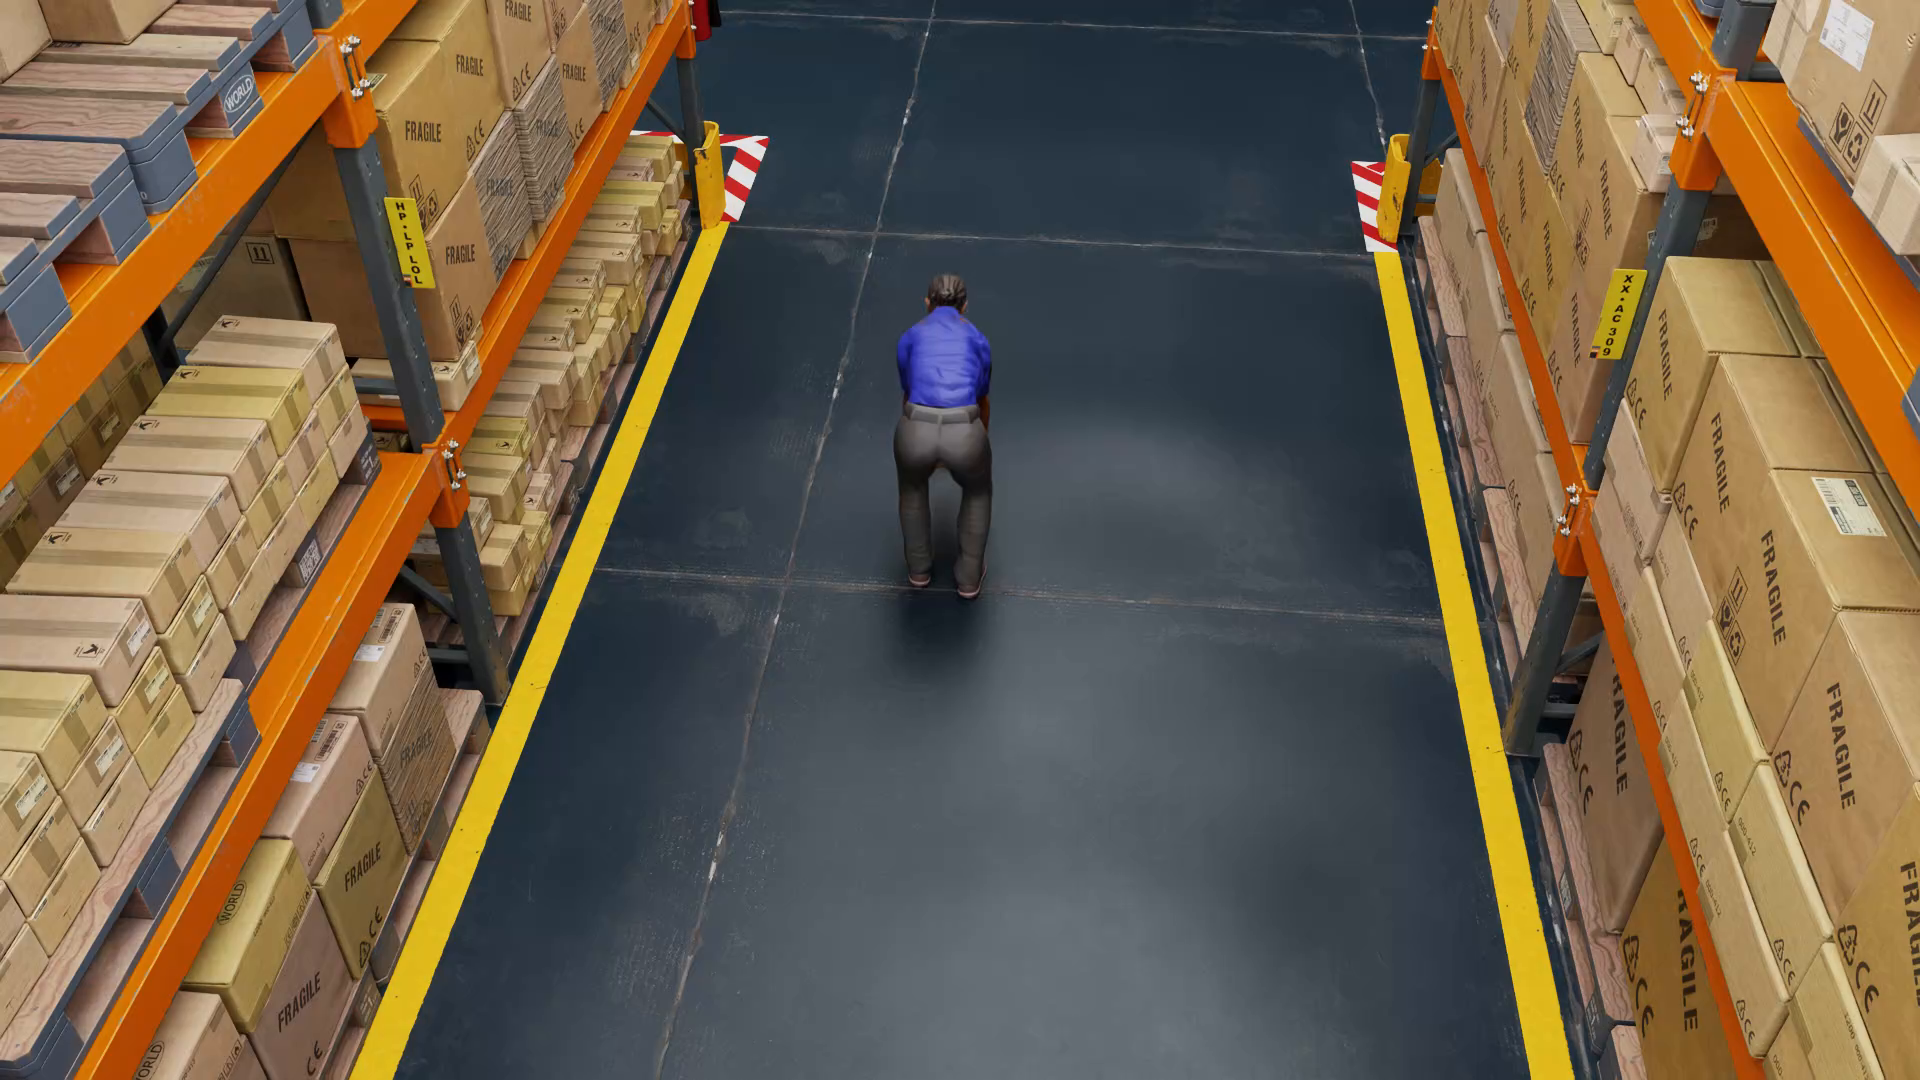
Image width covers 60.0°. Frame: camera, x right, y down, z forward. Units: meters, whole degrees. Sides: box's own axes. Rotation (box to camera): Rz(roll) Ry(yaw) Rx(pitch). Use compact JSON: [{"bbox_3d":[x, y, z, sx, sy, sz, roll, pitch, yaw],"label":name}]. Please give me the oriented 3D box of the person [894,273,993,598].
[{"bbox_3d":[-0.062,-0.423,7.018,0.413,1.201,0.844,2,40,3],"label":"person"}]
